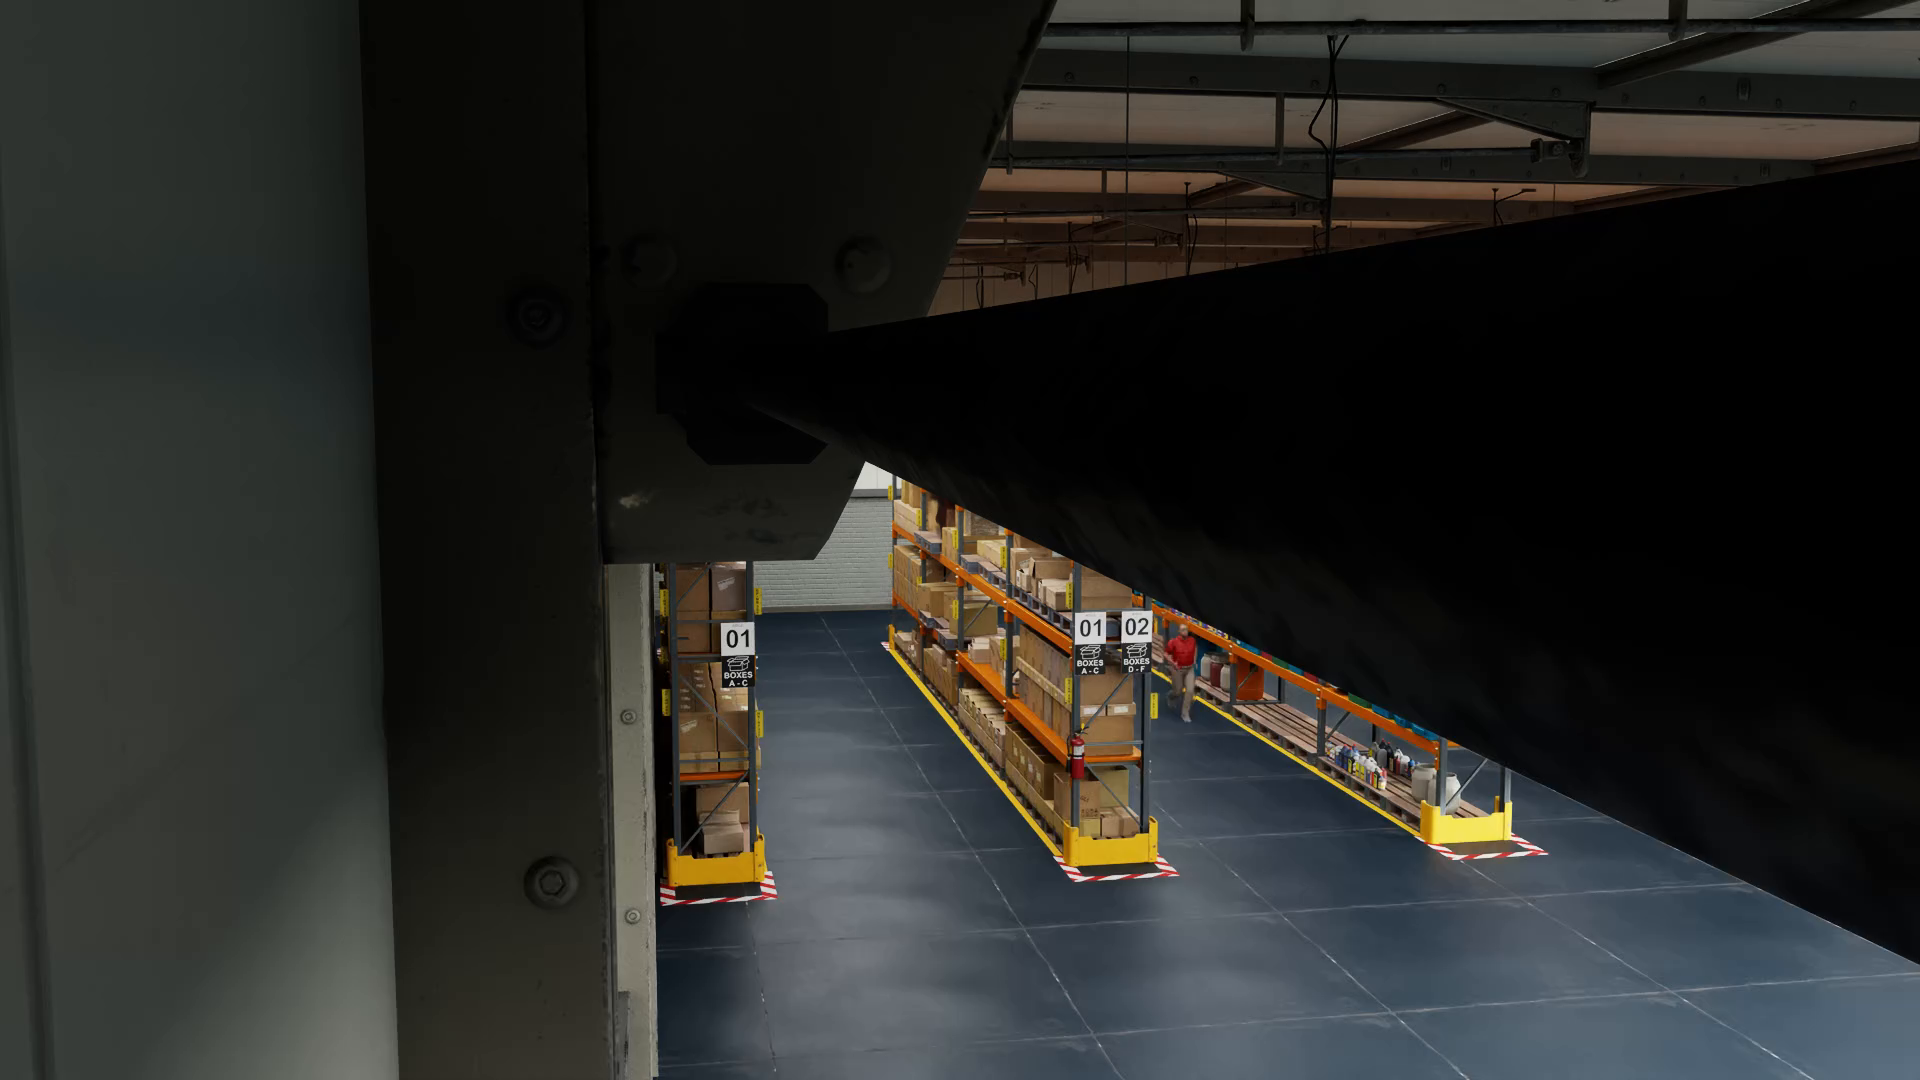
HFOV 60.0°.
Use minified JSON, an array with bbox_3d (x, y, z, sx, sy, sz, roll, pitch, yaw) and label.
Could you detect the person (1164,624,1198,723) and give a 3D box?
[{"bbox_3d":[3.929,2.332,29.435,0.673,1.732,0.815,-1,6,-13],"label":"person"}]
